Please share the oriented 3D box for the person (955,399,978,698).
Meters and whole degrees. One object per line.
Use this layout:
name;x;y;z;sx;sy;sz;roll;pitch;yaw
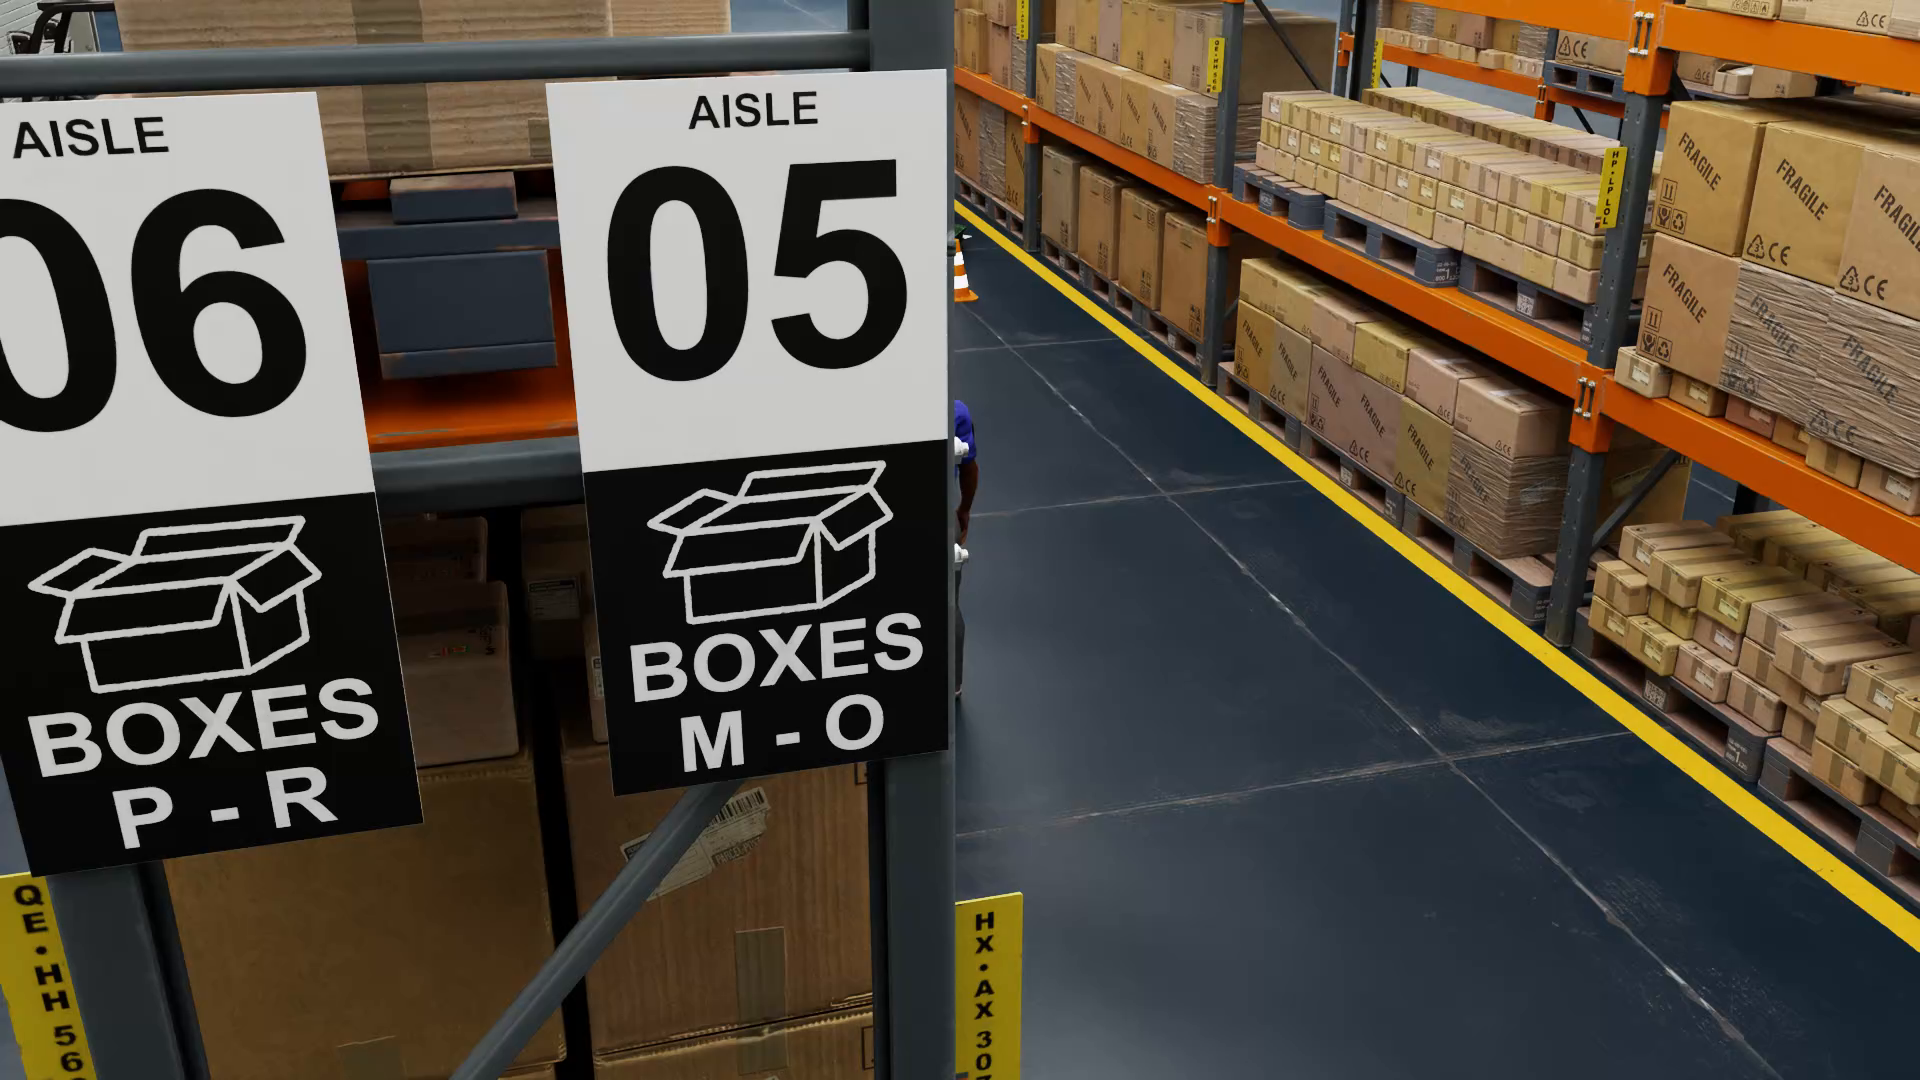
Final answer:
person;-0.195;-0.052;6.705;0.550;1.654;0.503;-12;26;-27
